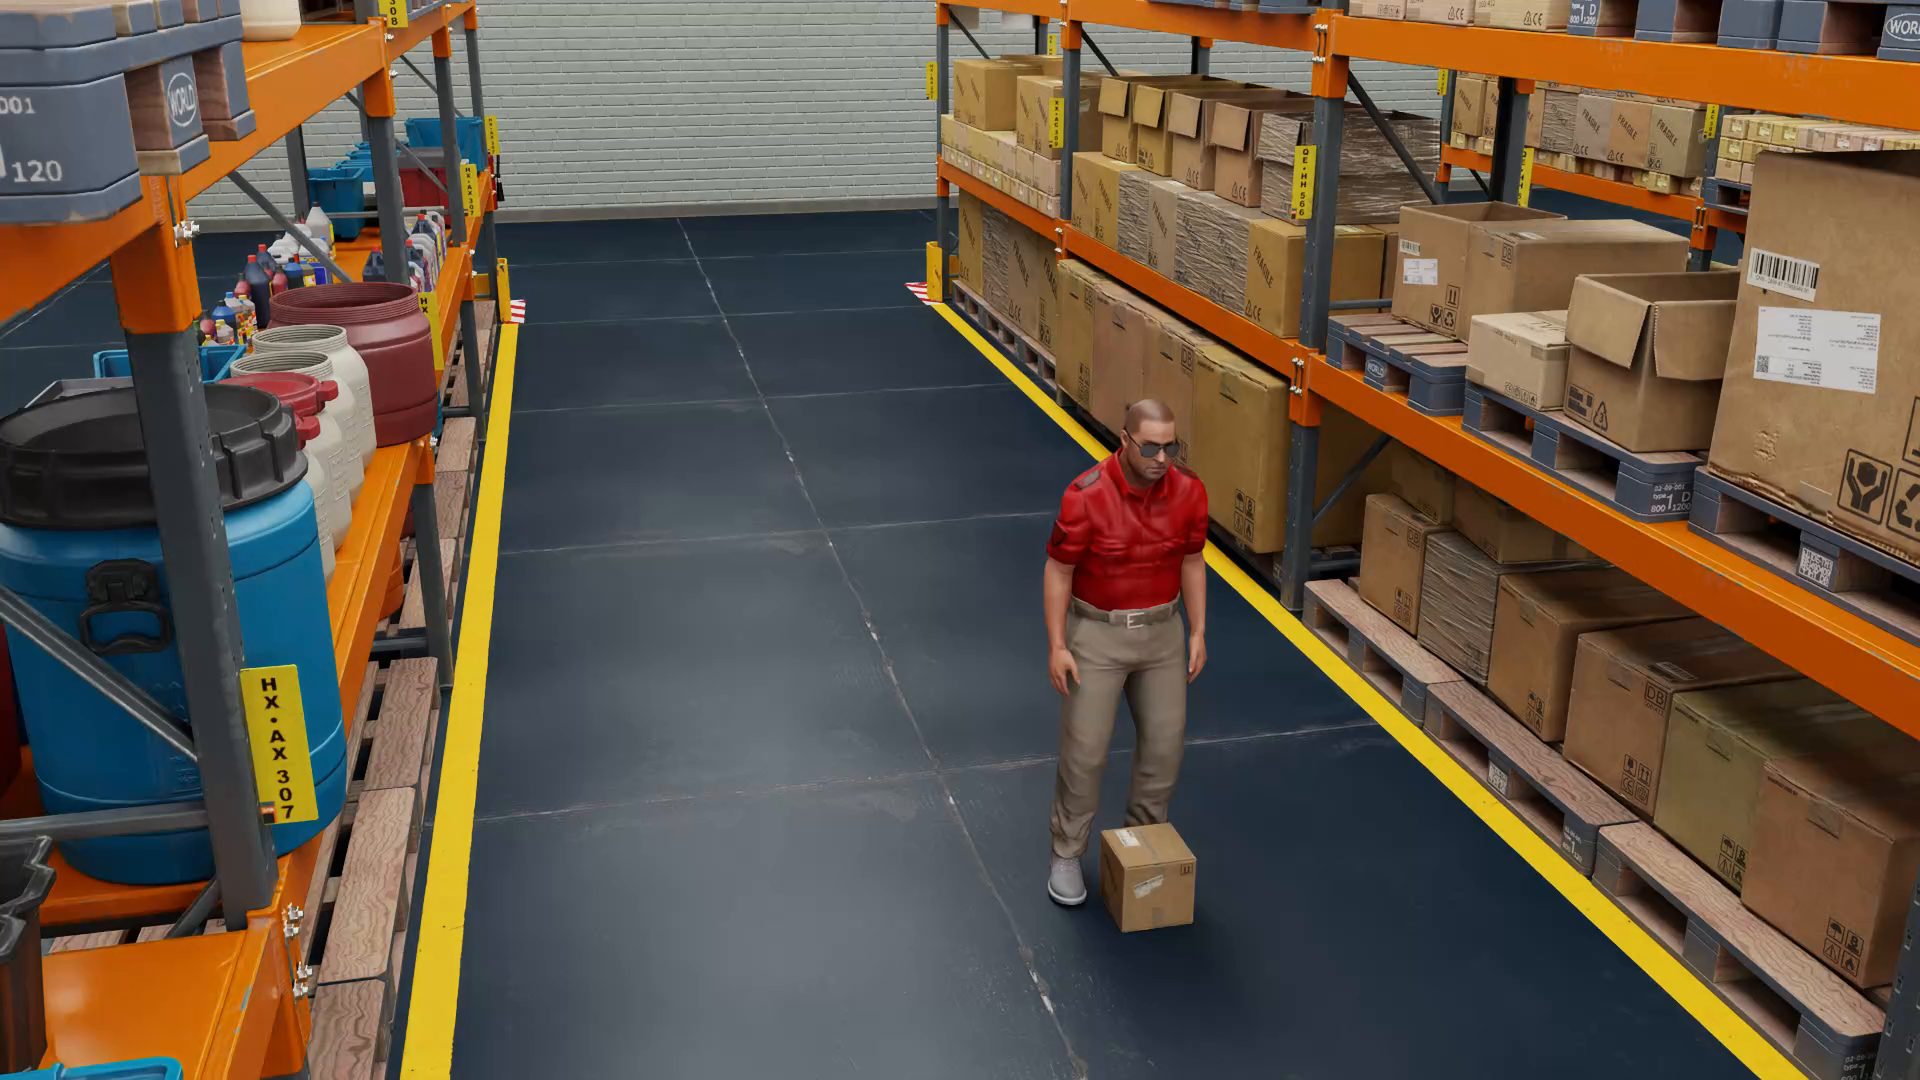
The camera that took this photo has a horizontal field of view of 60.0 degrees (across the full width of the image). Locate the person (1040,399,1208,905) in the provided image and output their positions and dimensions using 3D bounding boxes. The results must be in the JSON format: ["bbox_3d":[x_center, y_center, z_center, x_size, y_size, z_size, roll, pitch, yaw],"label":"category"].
[{"bbox_3d":[0.558,0.356,5.584,0.585,1.726,0.396,-5,20,-13],"label":"person"}]
